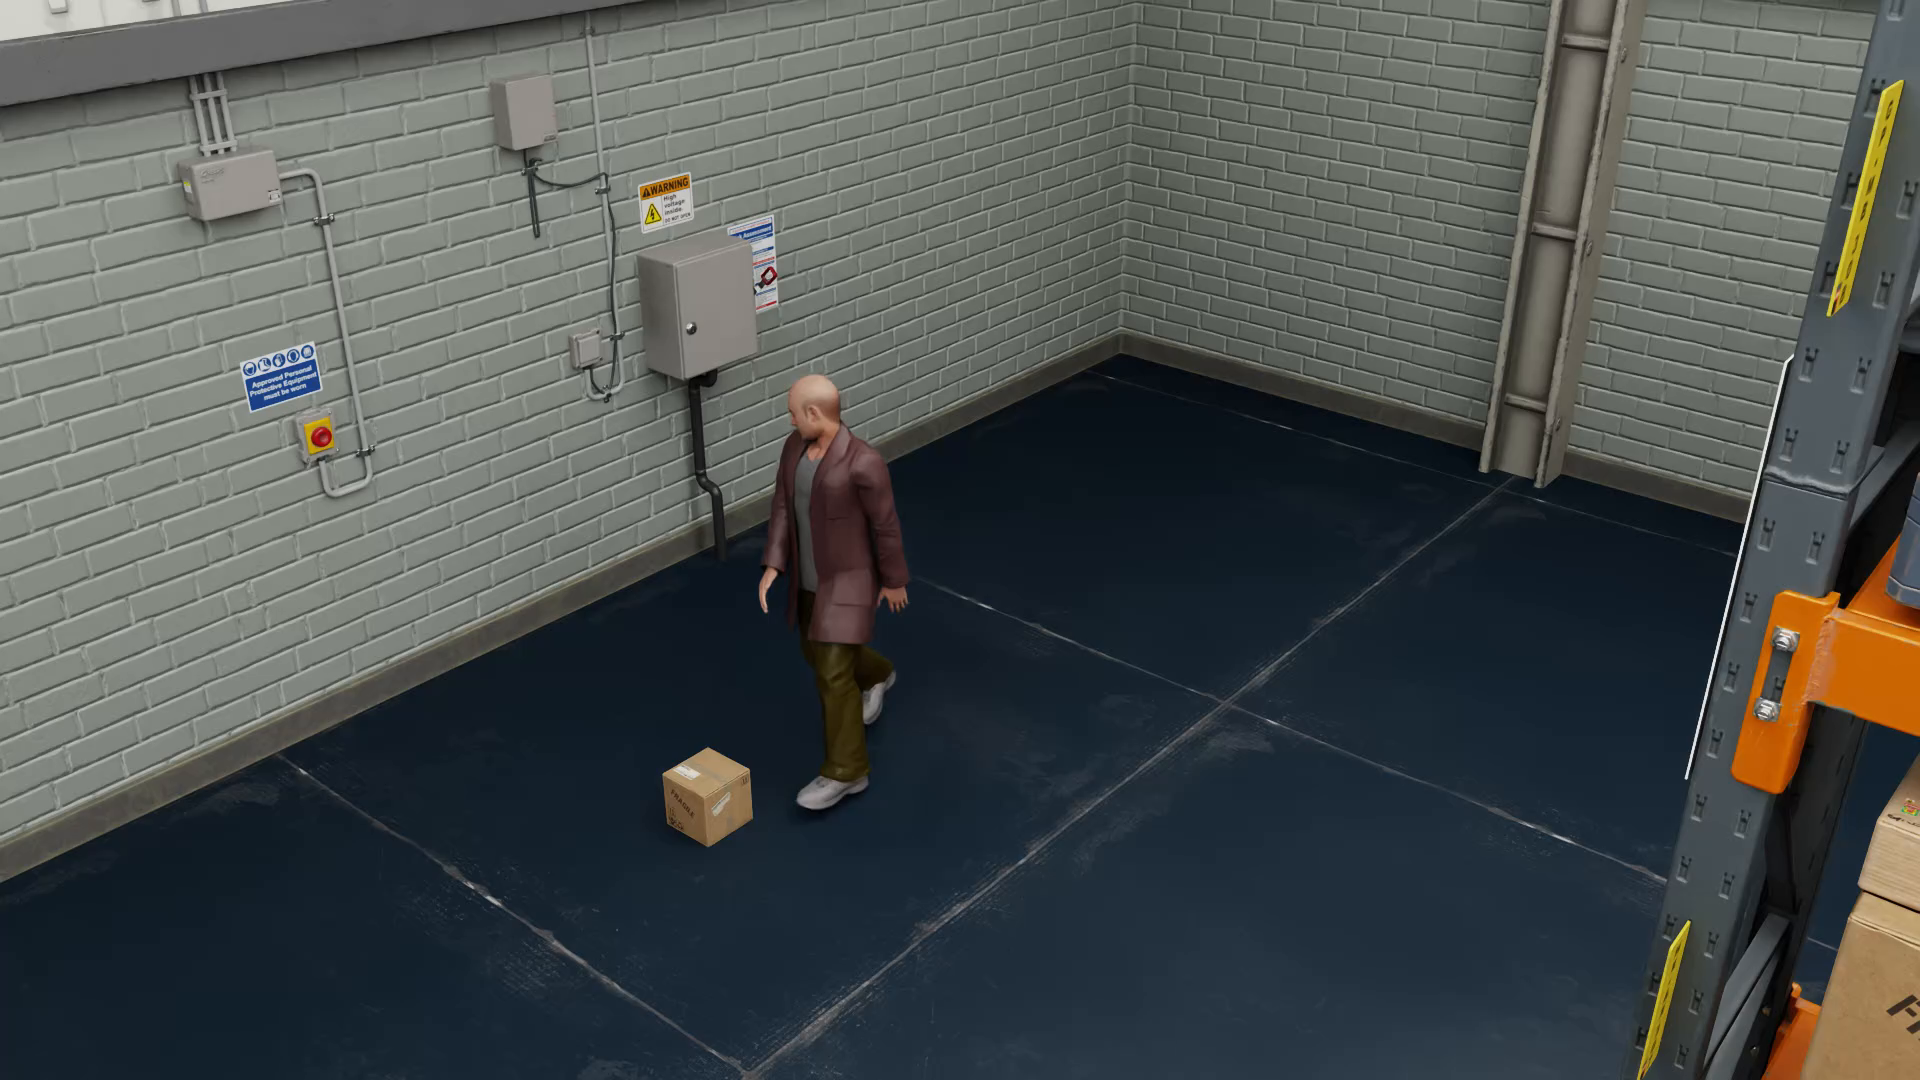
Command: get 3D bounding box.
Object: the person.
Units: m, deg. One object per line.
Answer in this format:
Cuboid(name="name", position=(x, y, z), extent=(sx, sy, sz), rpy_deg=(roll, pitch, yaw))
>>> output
Cuboid(name="person", position=(-0.506, 0.147, 6.842), extent=(0.596, 1.725, 0.893), rpy_deg=(24, 36, 39))
